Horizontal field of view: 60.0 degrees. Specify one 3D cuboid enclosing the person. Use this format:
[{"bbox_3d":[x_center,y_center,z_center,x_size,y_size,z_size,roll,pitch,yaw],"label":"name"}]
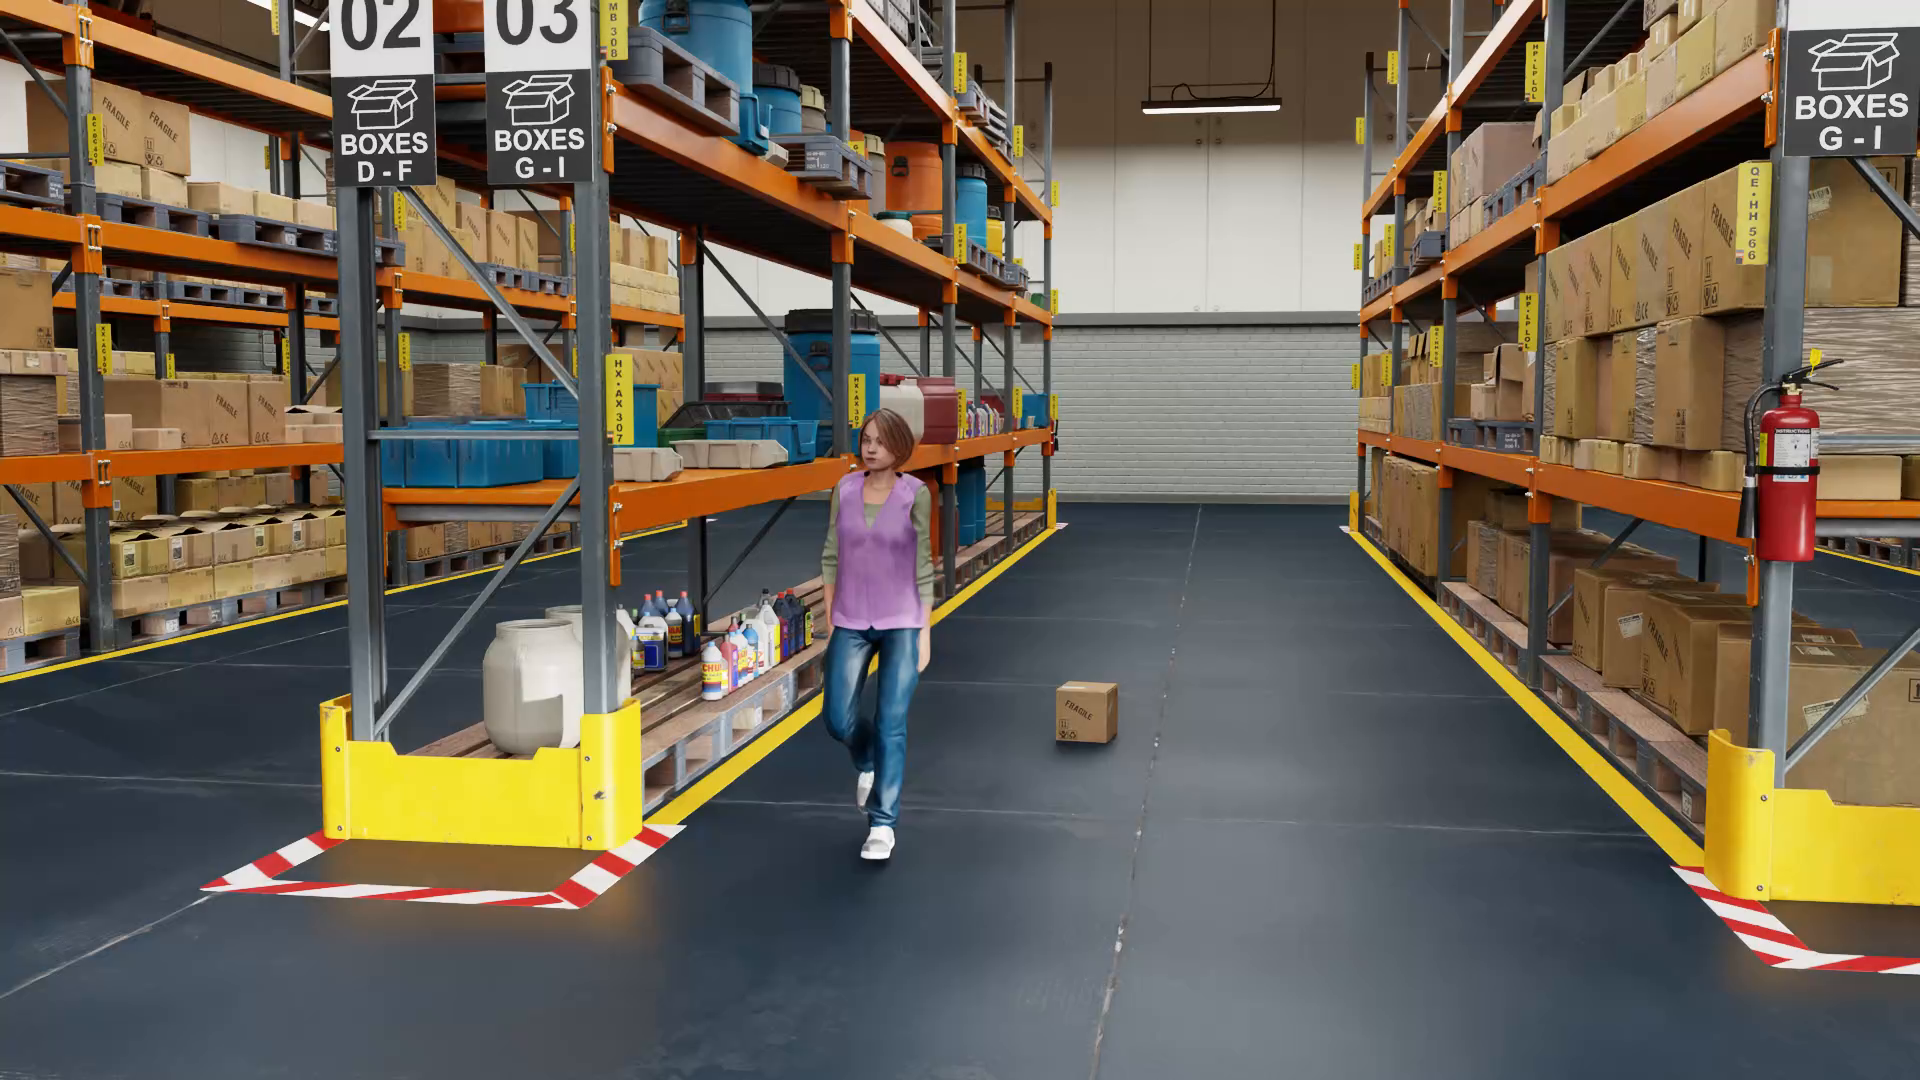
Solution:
[{"bbox_3d":[-0.288,0.316,6.017,0.426,1.588,0.574,1,5,11],"label":"person"}]
